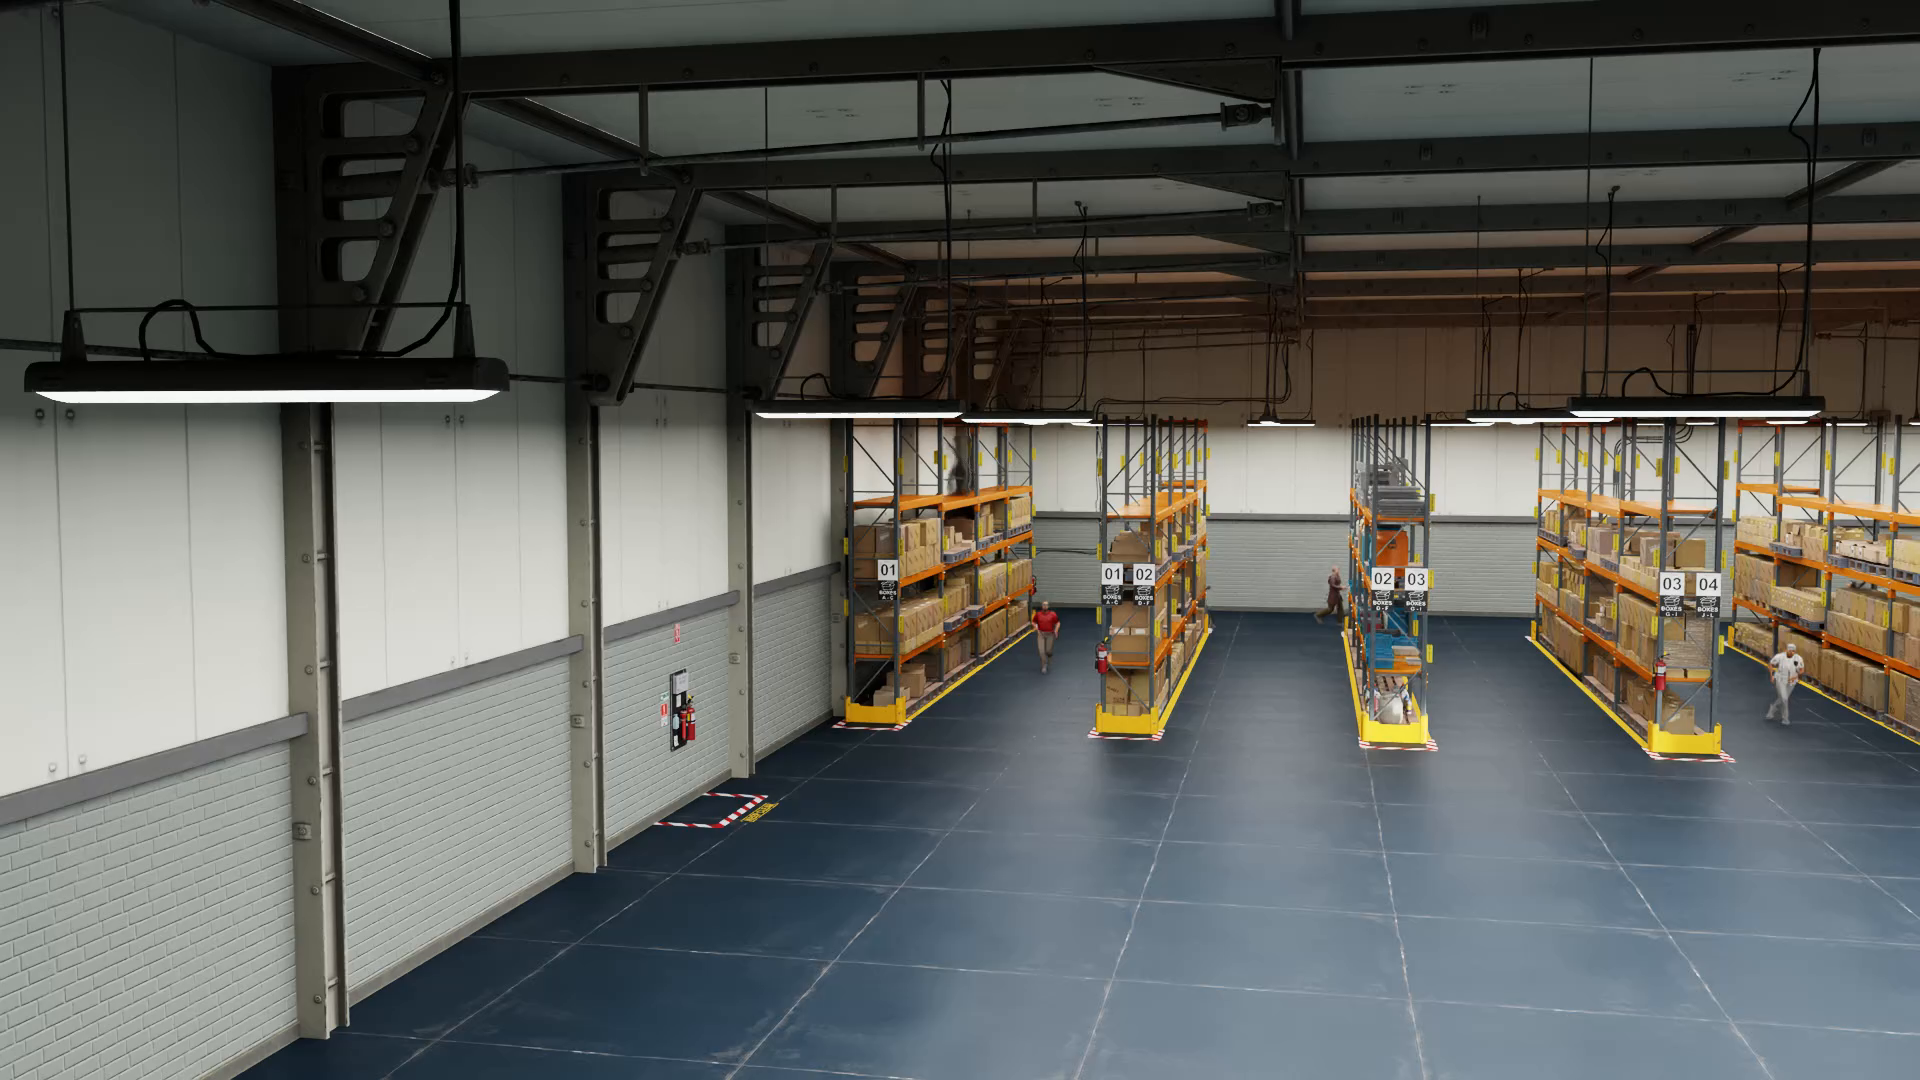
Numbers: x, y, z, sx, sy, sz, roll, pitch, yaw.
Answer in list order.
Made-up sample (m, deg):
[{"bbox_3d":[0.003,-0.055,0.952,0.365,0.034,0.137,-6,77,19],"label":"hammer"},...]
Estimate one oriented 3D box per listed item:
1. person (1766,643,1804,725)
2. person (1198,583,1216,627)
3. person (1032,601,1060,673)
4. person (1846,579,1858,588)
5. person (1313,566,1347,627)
[{"bbox_3d":[16.117,2.795,32.482,0.603,1.625,0.843,1,4,7],"label":"person"},{"bbox_3d":[7.042,1.681,48.369,0.960,1.653,0.589,2,4,32],"label":"person"},{"bbox_3d":[2.019,2.281,39.284,0.665,1.681,0.603,0,4,7],"label":"person"},{"bbox_3d":[23.958,1.907,44.759,0.678,1.728,0.606,0,4,6],"label":"person"},{"bbox_3d":[10.787,1.632,48.135,1.047,1.790,0.719,2,4,22],"label":"person"}]
